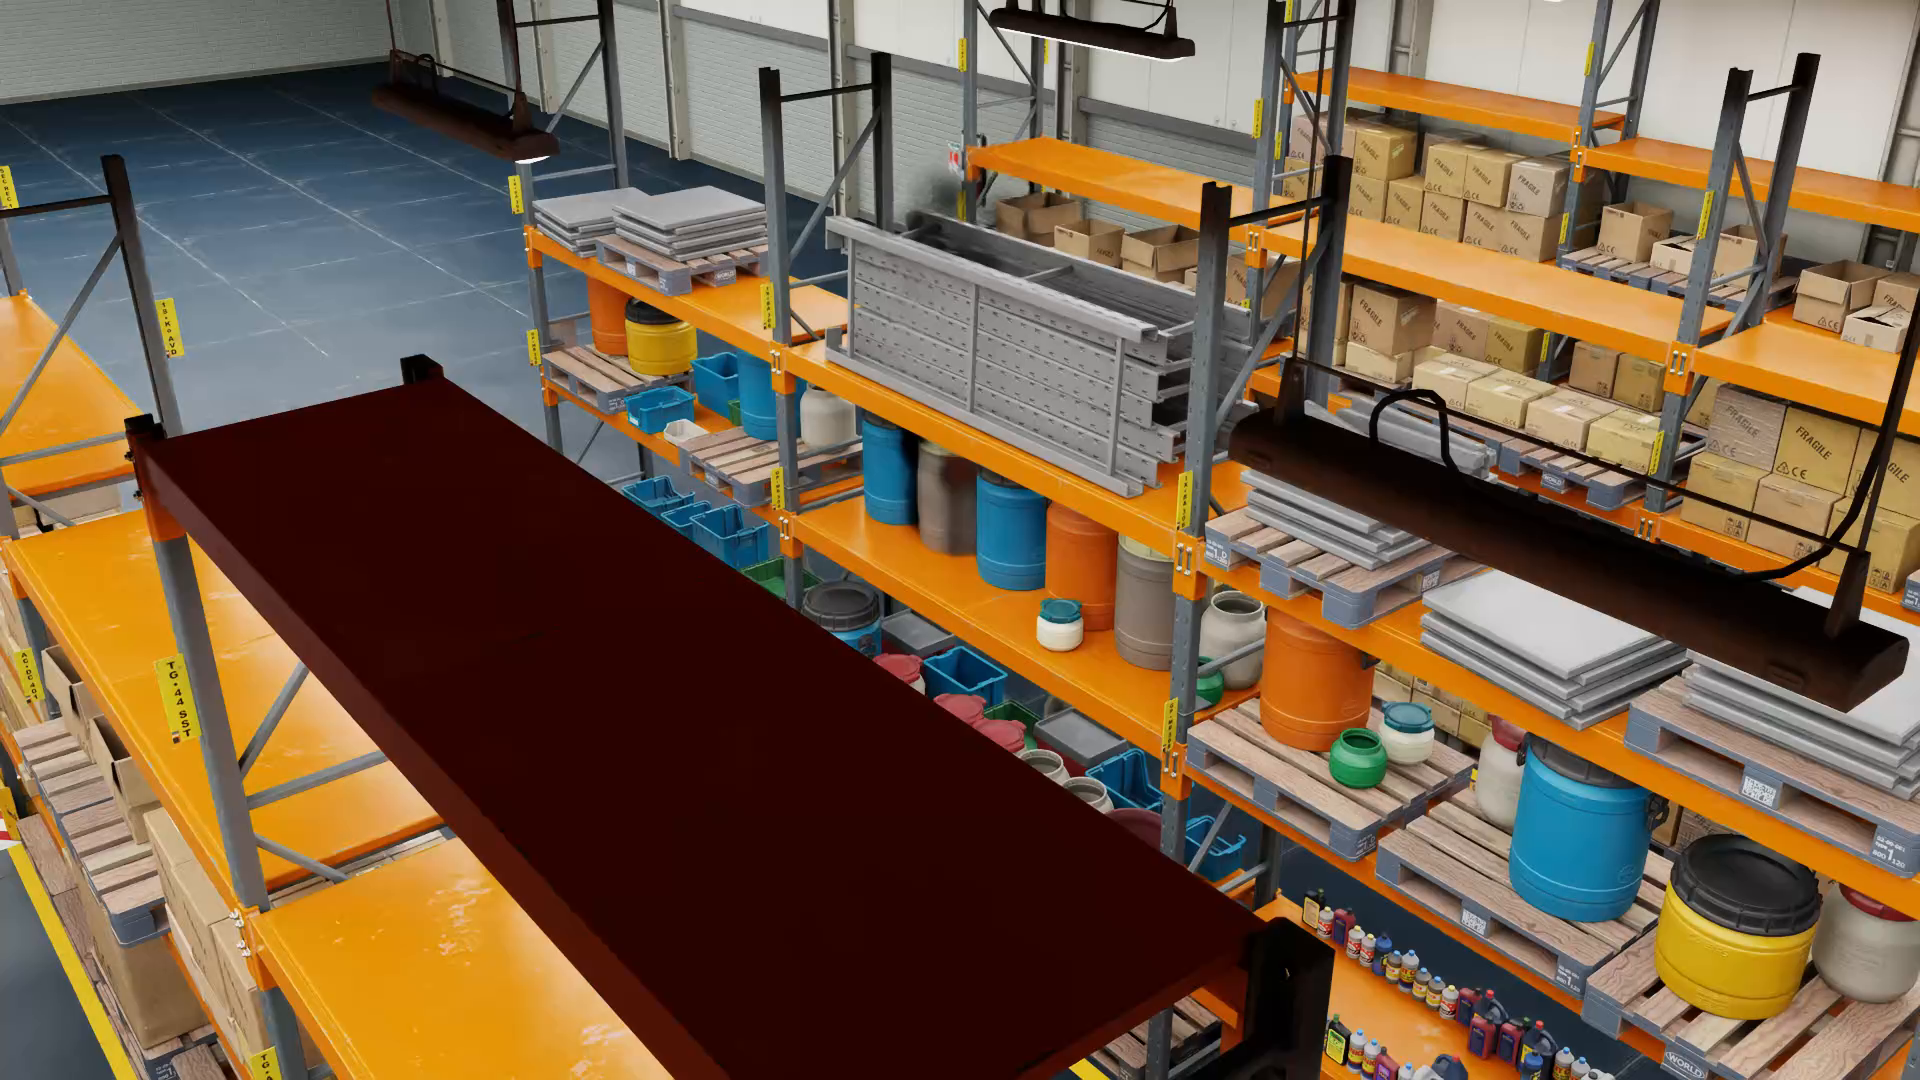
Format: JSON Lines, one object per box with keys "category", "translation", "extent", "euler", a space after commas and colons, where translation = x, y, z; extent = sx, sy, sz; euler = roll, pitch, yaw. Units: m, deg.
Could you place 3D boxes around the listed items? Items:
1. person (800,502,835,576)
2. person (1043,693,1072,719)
{"category": "person", "translation": [-1.560, -0.014, 16.501], "extent": [0.615, 1.616, 0.547], "euler": [21, 33, 37]}
{"category": "person", "translation": [0.983, 1.168, 13.862], "extent": [0.622, 1.732, 0.659], "euler": [23, 34, 39]}
